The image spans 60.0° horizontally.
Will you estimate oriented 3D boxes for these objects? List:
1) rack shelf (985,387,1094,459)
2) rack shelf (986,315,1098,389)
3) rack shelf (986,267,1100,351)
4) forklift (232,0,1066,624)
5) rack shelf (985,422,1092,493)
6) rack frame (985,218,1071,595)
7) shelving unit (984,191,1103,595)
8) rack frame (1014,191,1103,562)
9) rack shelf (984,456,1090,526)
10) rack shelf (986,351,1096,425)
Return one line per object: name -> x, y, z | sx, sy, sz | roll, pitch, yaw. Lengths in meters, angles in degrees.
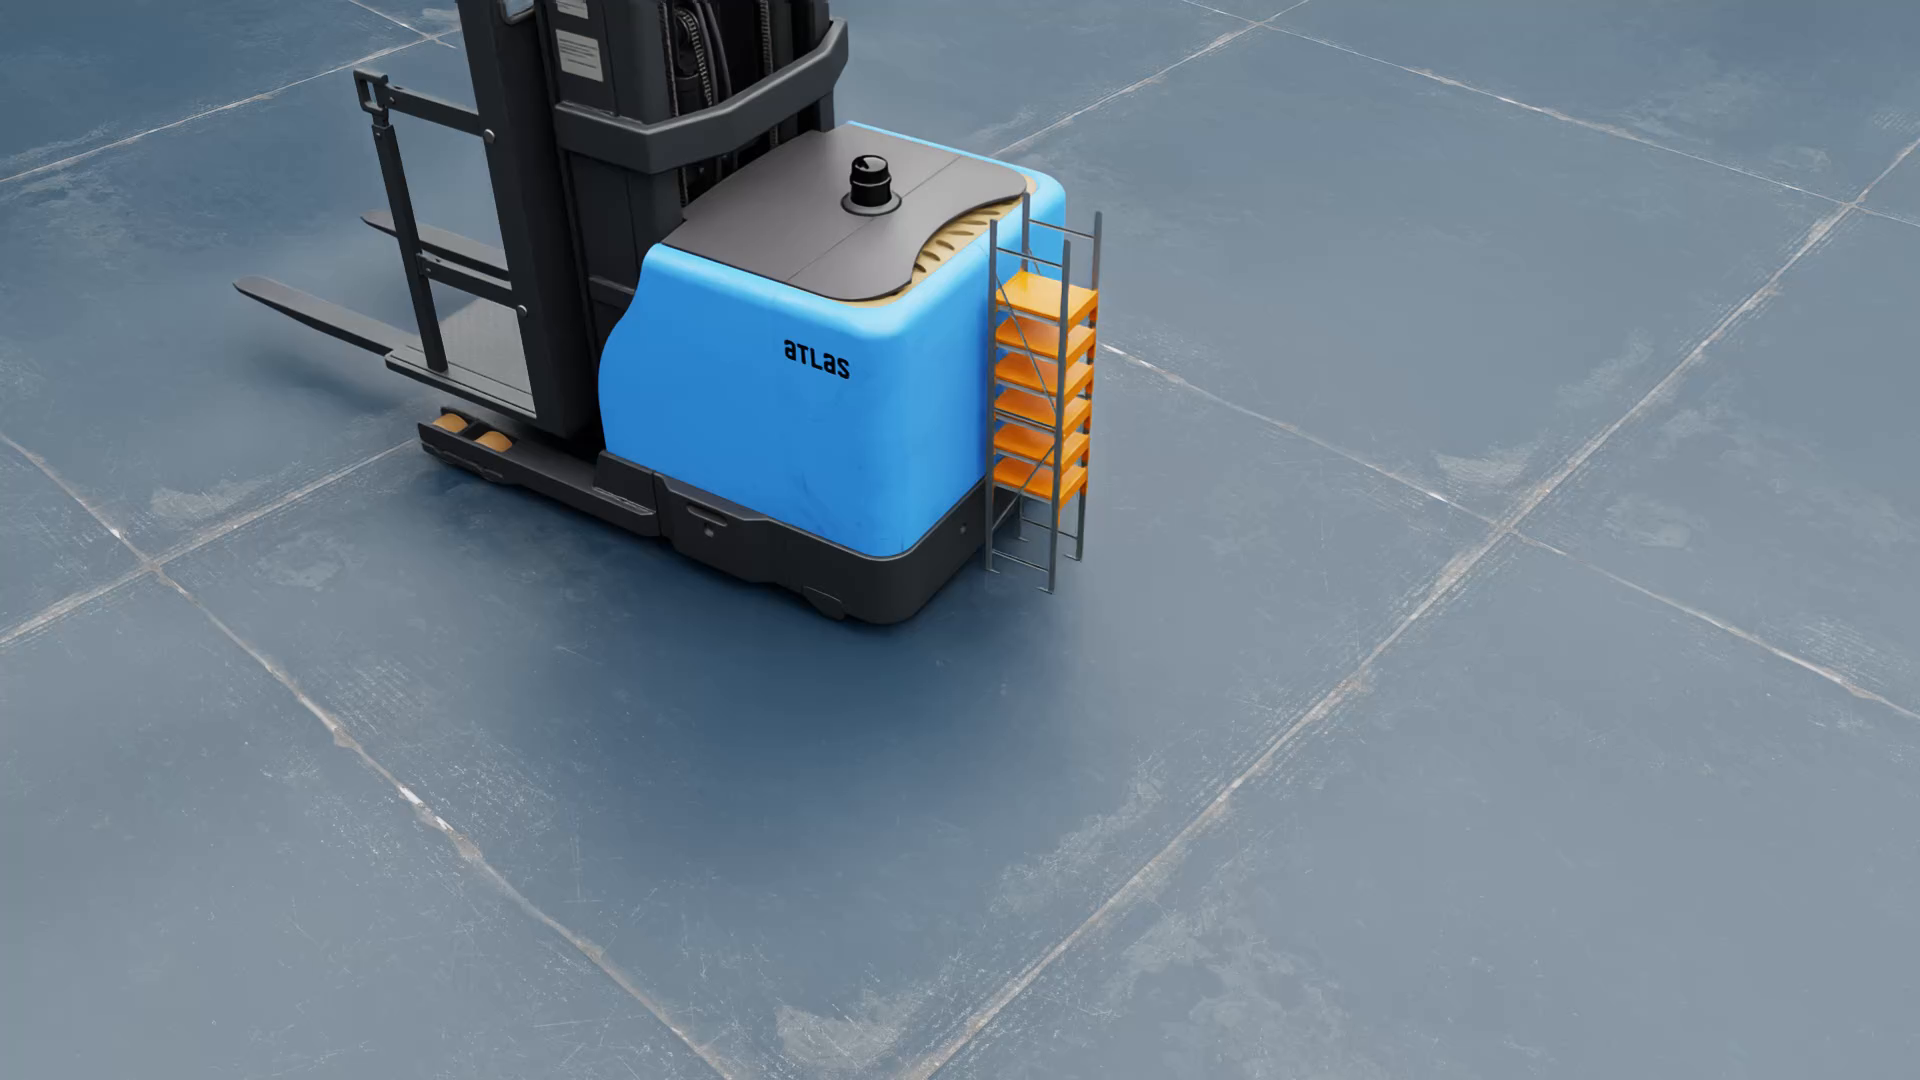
rack shelf -> 0.229, -0.356, 4.805 | 0.258, 0.103, 0.180 | 20, 43, 23
rack shelf -> 0.229, -0.543, 4.655 | 0.258, 0.103, 0.180 | 20, 43, 23
rack shelf -> 0.229, -0.637, 4.581 | 0.258, 0.103, 0.180 | 20, 43, 23
forklift -> -1.198, -1.594, 4.900 | 3.031, 2.935, 1.130 | 21, 43, 24
rack shelf -> 0.229, -0.262, 4.879 | 0.258, 0.103, 0.180 | 20, 43, 23
rack frame -> 0.183, -0.341, 4.715 | 0.240, 1.200, 0.006 | 20, 43, 23
shelving unit -> 0.229, -0.390, 4.777 | 0.258, 1.200, 0.189 | 20, 43, 23
rack frame -> 0.275, -0.440, 4.839 | 0.240, 1.200, 0.006 | 20, 43, 23
rack shelf -> 0.229, -0.168, 4.954 | 0.258, 0.103, 0.180 | 20, 43, 23
rack shelf -> 0.229, -0.450, 4.730 | 0.258, 0.103, 0.180 | 20, 43, 23
